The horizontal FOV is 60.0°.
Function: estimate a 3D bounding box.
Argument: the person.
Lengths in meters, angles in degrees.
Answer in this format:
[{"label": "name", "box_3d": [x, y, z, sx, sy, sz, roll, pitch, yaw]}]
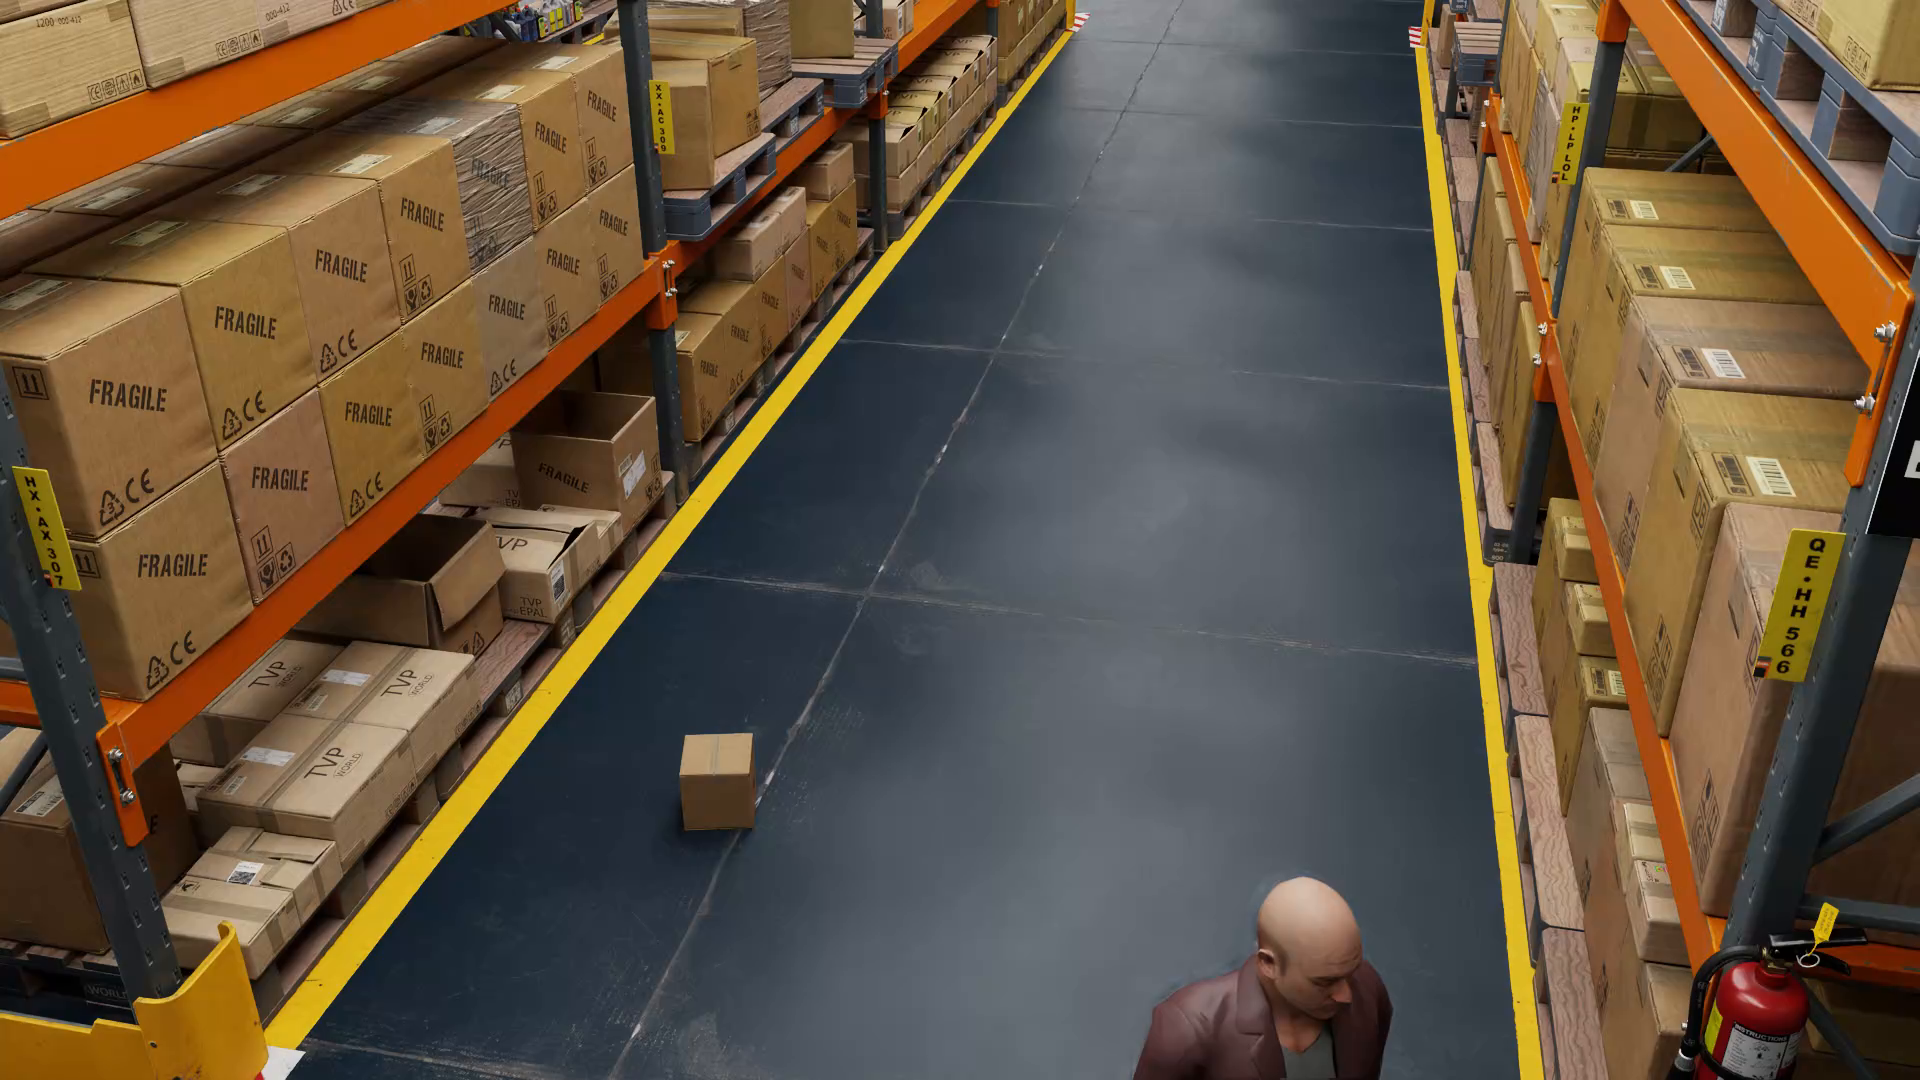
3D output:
[{"label": "person", "box_3d": [0.587, 1.398, 3.489, 0.608, 1.769, 0.595, -9, 30, -17]}]
